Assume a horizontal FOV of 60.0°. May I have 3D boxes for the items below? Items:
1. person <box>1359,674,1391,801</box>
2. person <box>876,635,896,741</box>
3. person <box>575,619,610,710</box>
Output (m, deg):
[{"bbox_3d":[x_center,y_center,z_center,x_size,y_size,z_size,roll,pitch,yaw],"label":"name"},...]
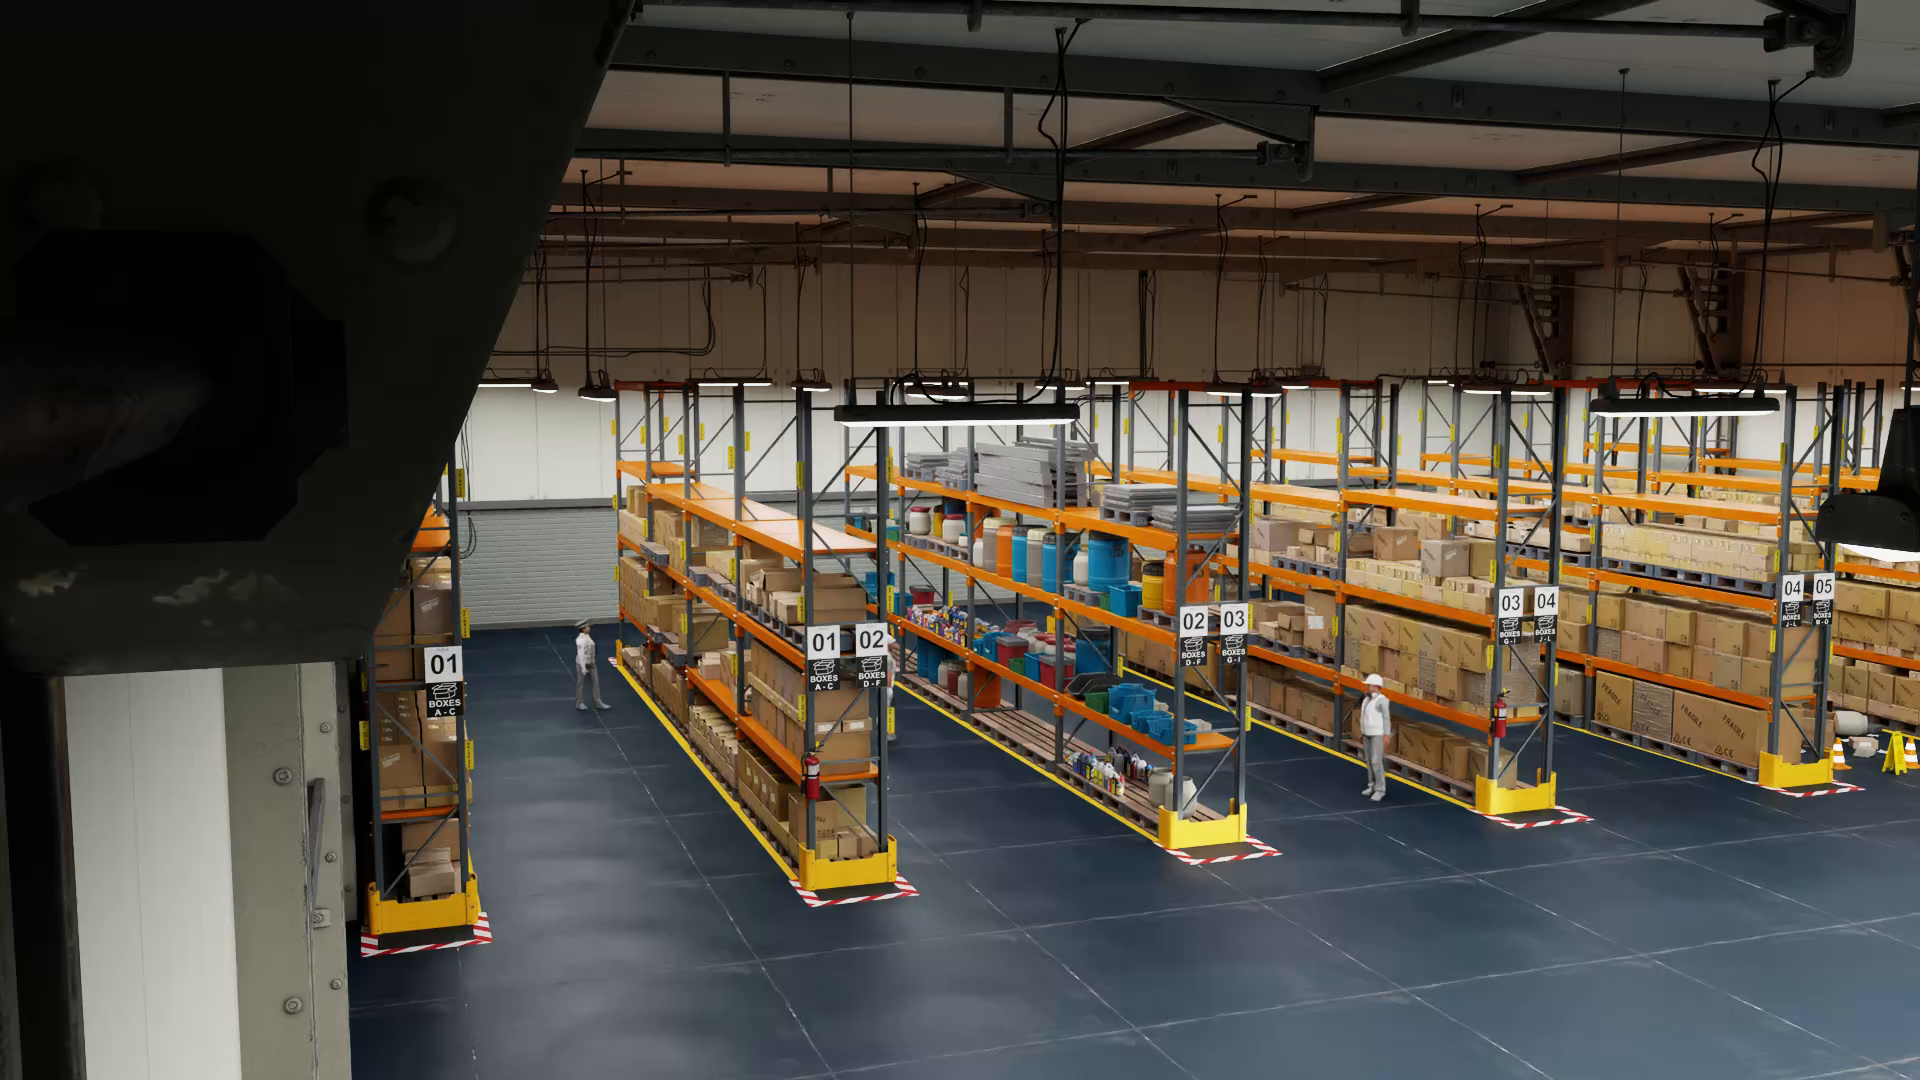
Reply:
[{"bbox_3d":[6.076,2.879,24.406,0.391,1.807,0.641,-2,6,-17],"label":"person"},{"bbox_3d":[-1.234,2.479,27.956,0.390,1.796,0.559,-2,6,-15],"label":"person"},{"bbox_3d":[-6.789,2.281,30.430,0.593,1.674,0.515,3,7,30],"label":"person"}]
